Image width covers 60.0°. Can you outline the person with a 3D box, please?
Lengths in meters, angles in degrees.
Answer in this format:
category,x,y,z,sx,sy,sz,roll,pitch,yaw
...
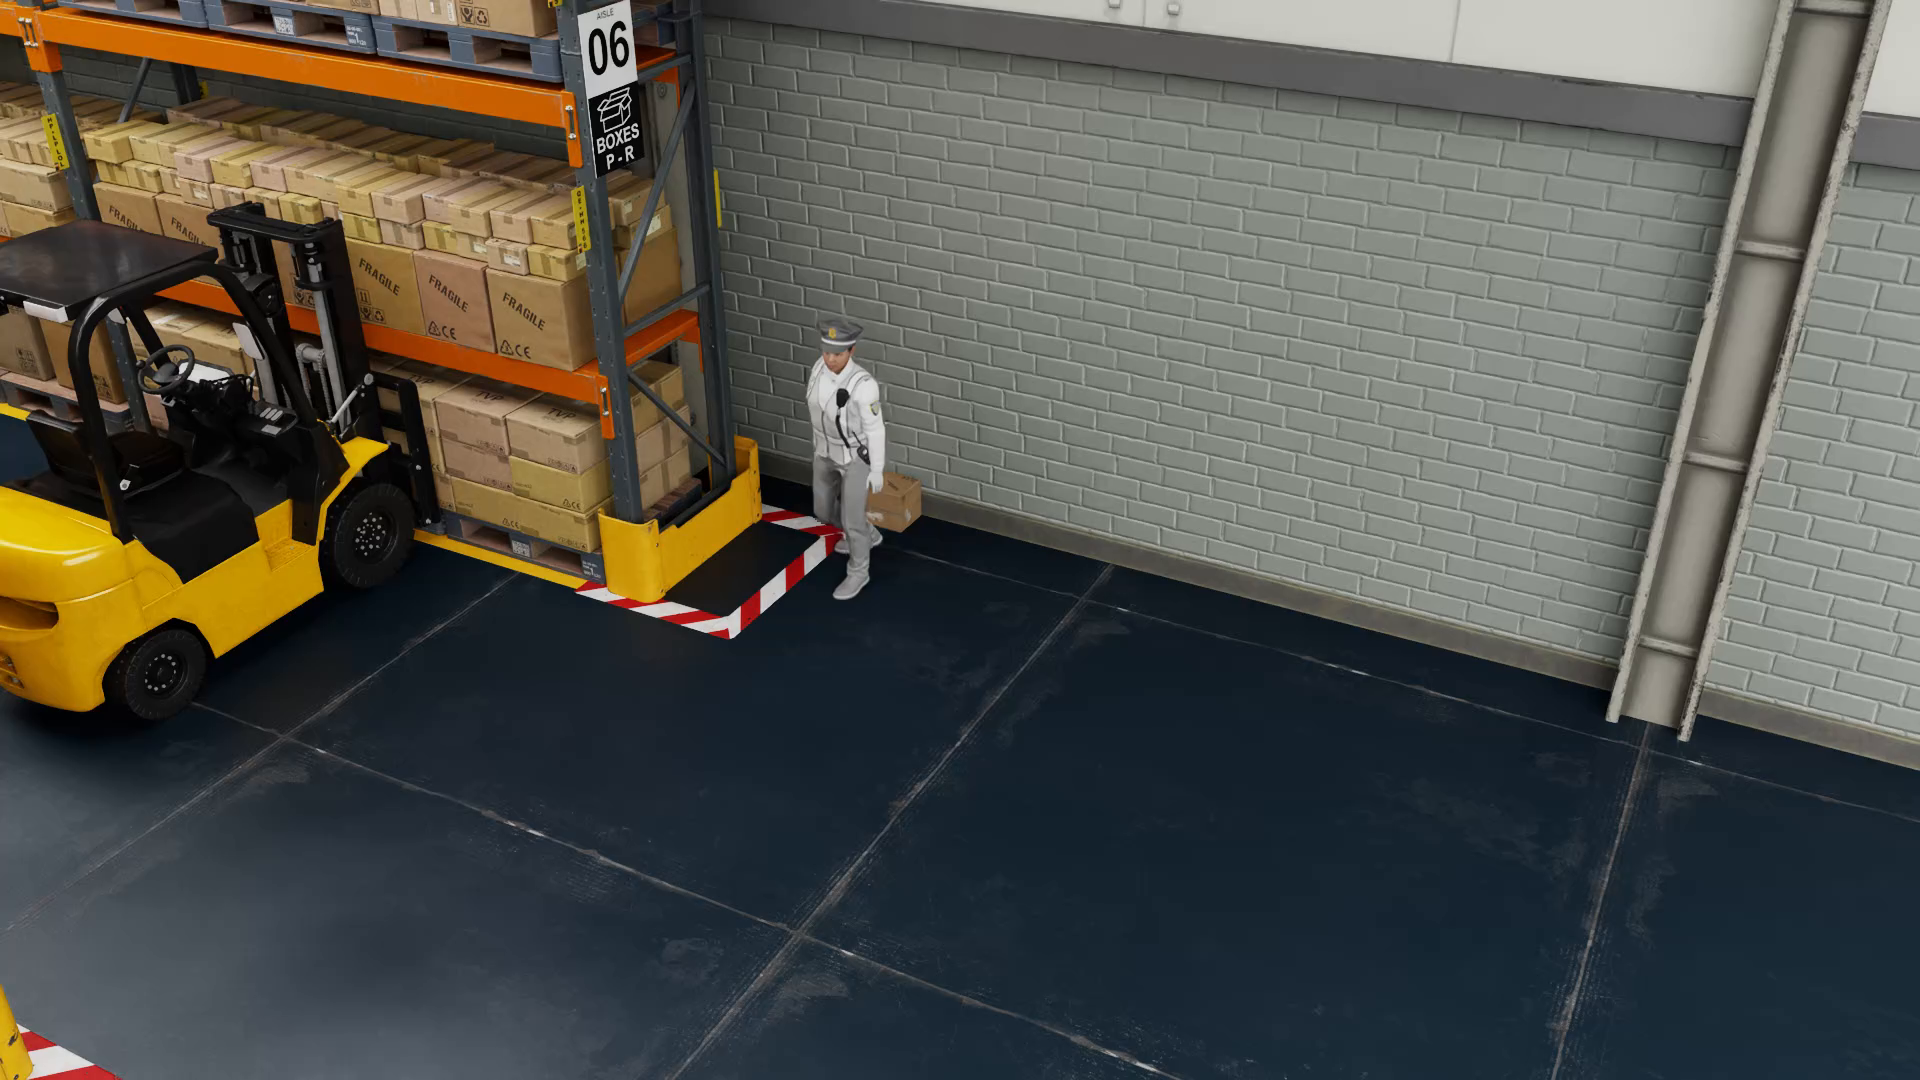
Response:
category,x,y,z,sx,sy,sz,roll,pitch,yaw
person,-0.576,-0.479,9.091,0.532,1.669,0.531,24,38,35
